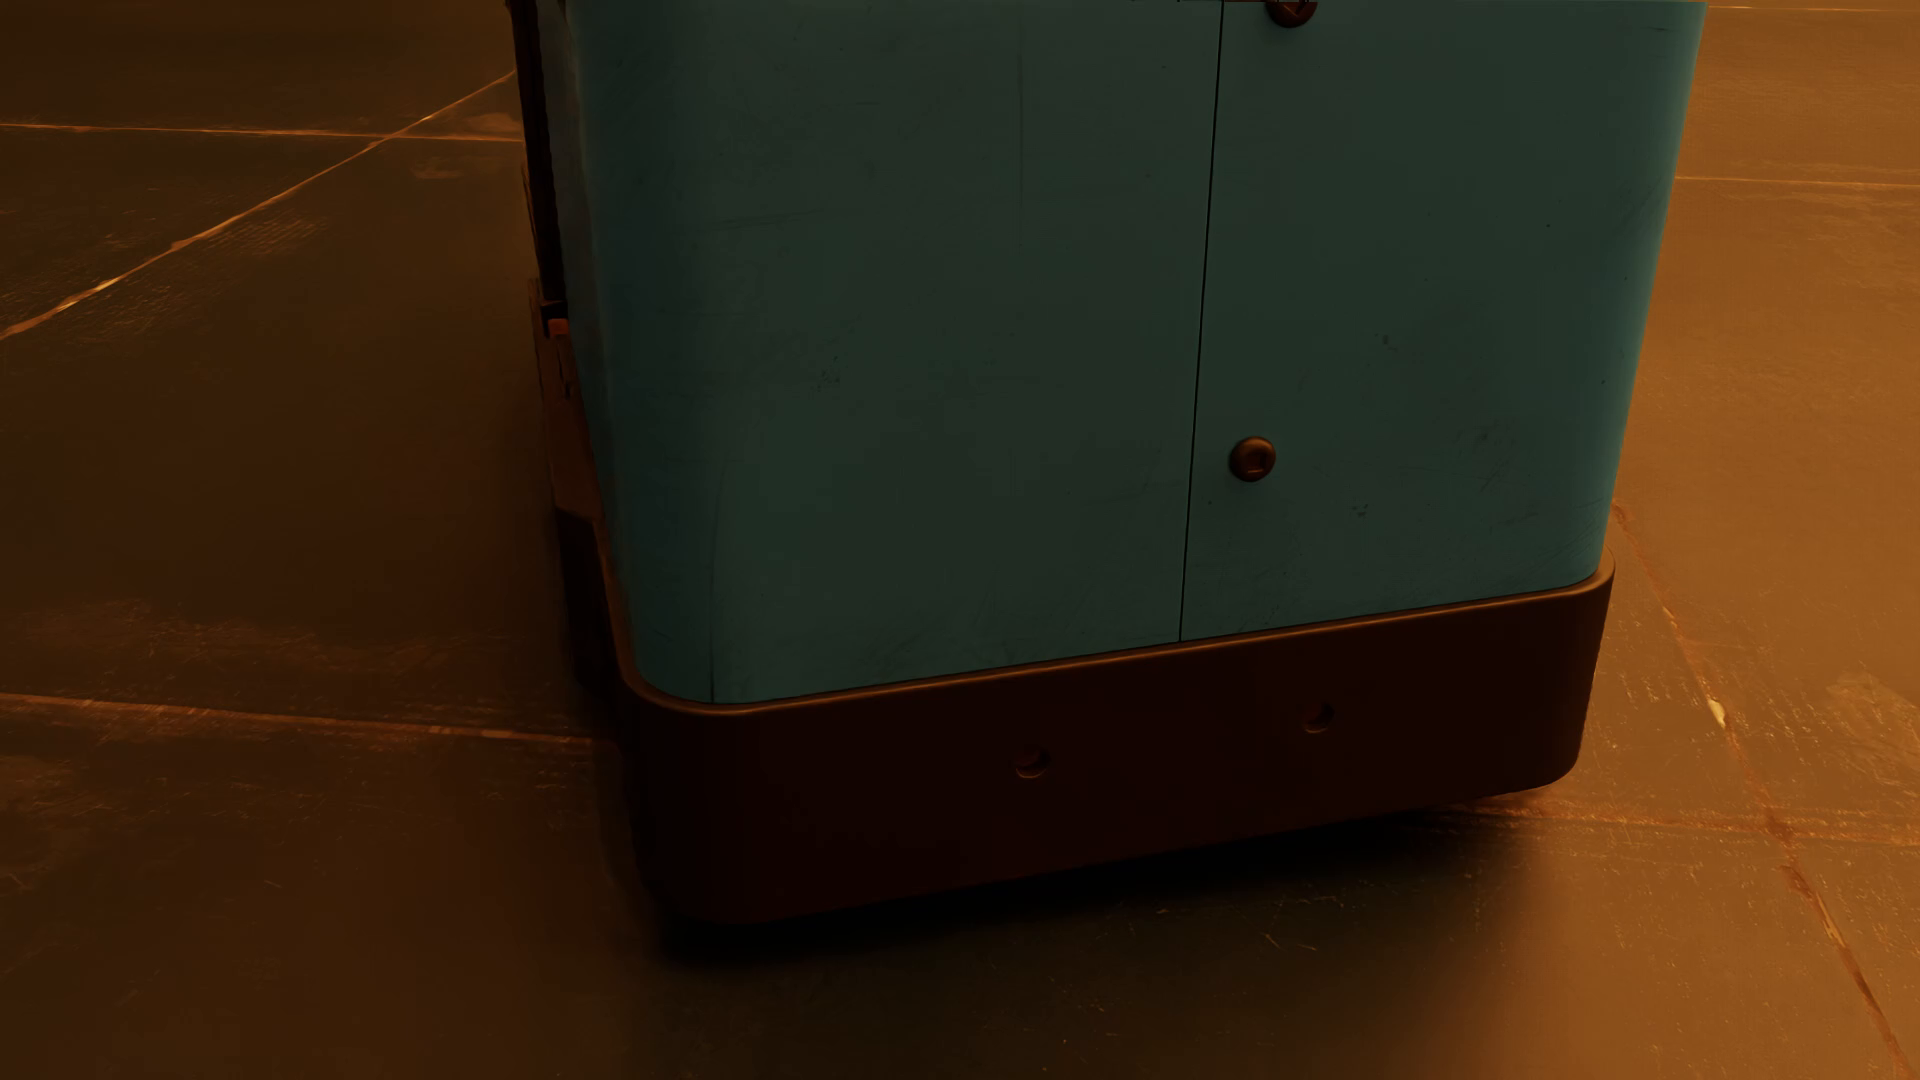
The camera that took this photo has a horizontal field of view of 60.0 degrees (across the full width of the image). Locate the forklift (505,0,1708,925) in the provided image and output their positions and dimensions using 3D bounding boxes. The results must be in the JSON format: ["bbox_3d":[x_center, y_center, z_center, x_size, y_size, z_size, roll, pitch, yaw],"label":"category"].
[{"bbox_3d":[-0.185,-1.580,2.384,1.130,2.935,3.031,-7,27,-14],"label":"forklift"}]
